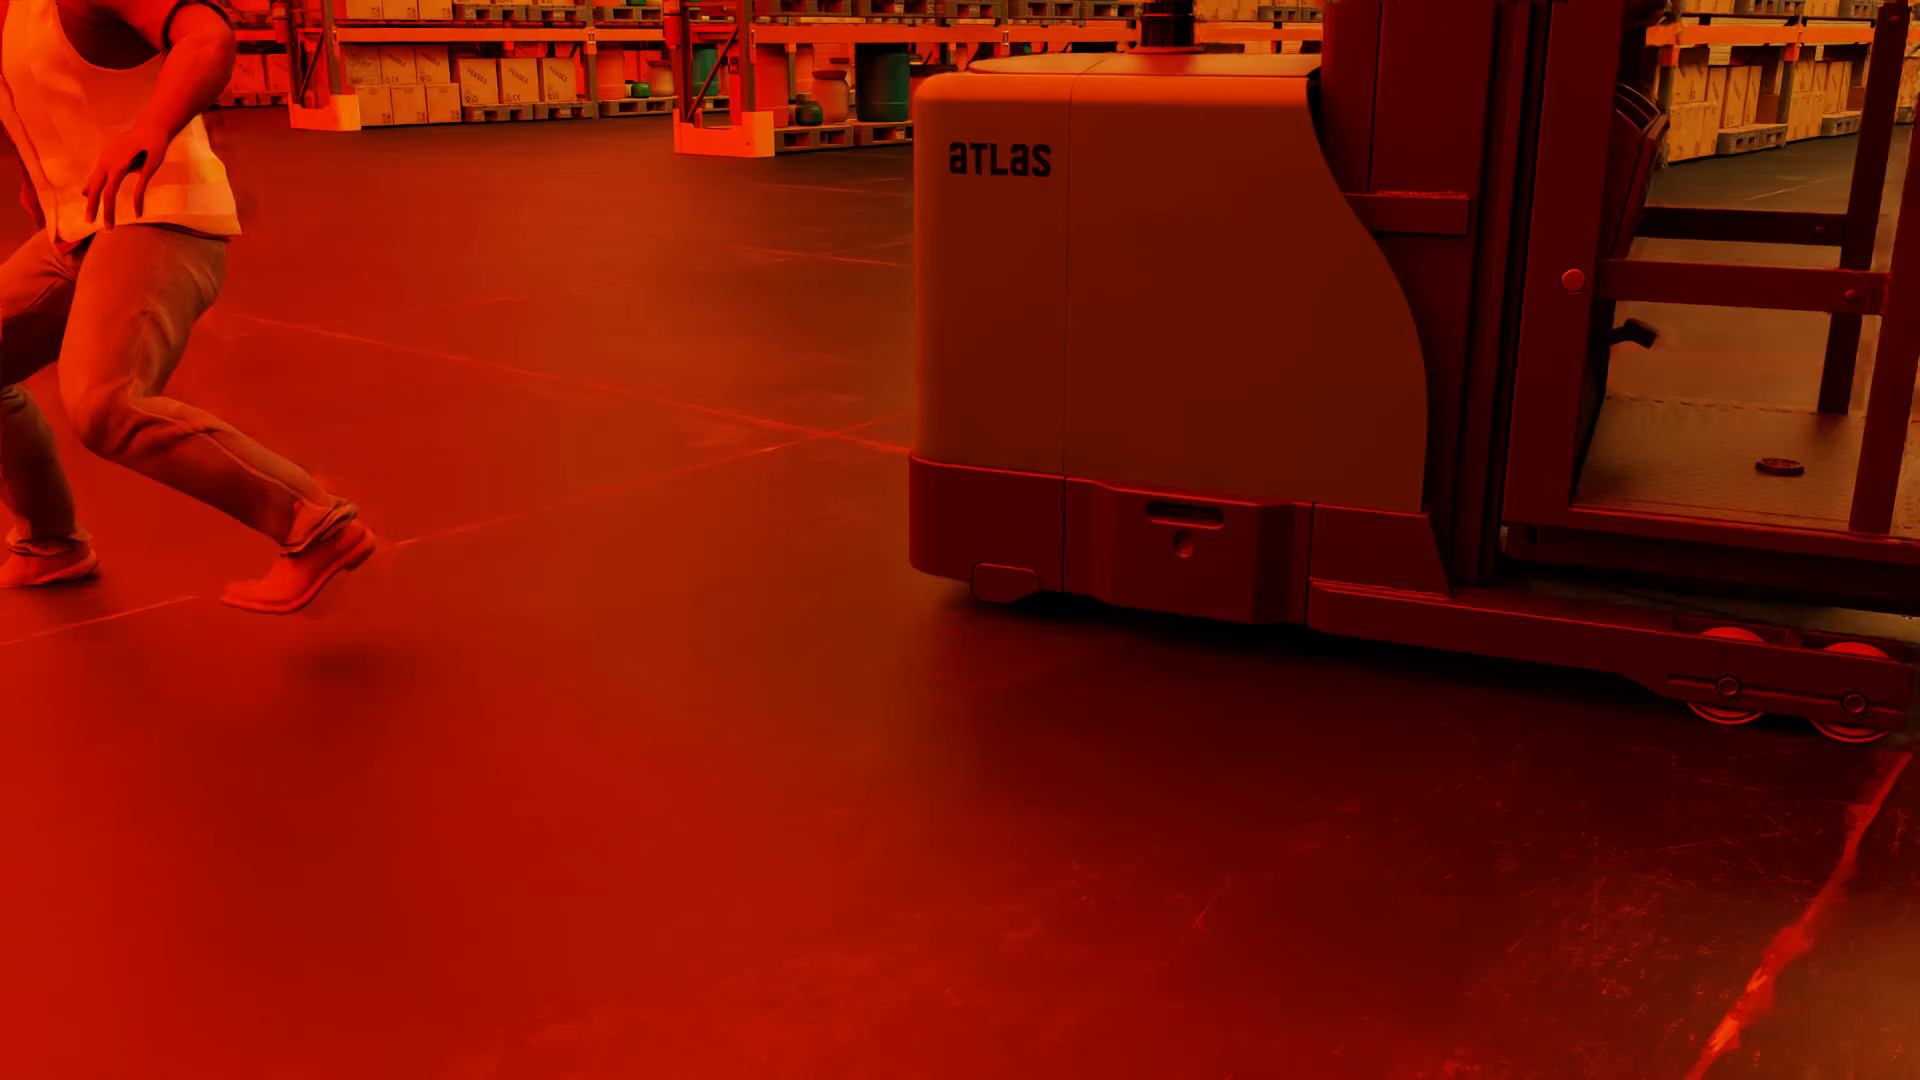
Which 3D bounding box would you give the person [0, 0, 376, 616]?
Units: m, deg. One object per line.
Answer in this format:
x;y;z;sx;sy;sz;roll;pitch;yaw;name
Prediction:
-1.742;-0.614;3.315;1.227;1.659;0.533;16;23;42;person

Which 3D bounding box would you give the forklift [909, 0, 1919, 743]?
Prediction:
1.458;-1.235;2.964;3.031;2.935;1.130;7;18;22;forklift
